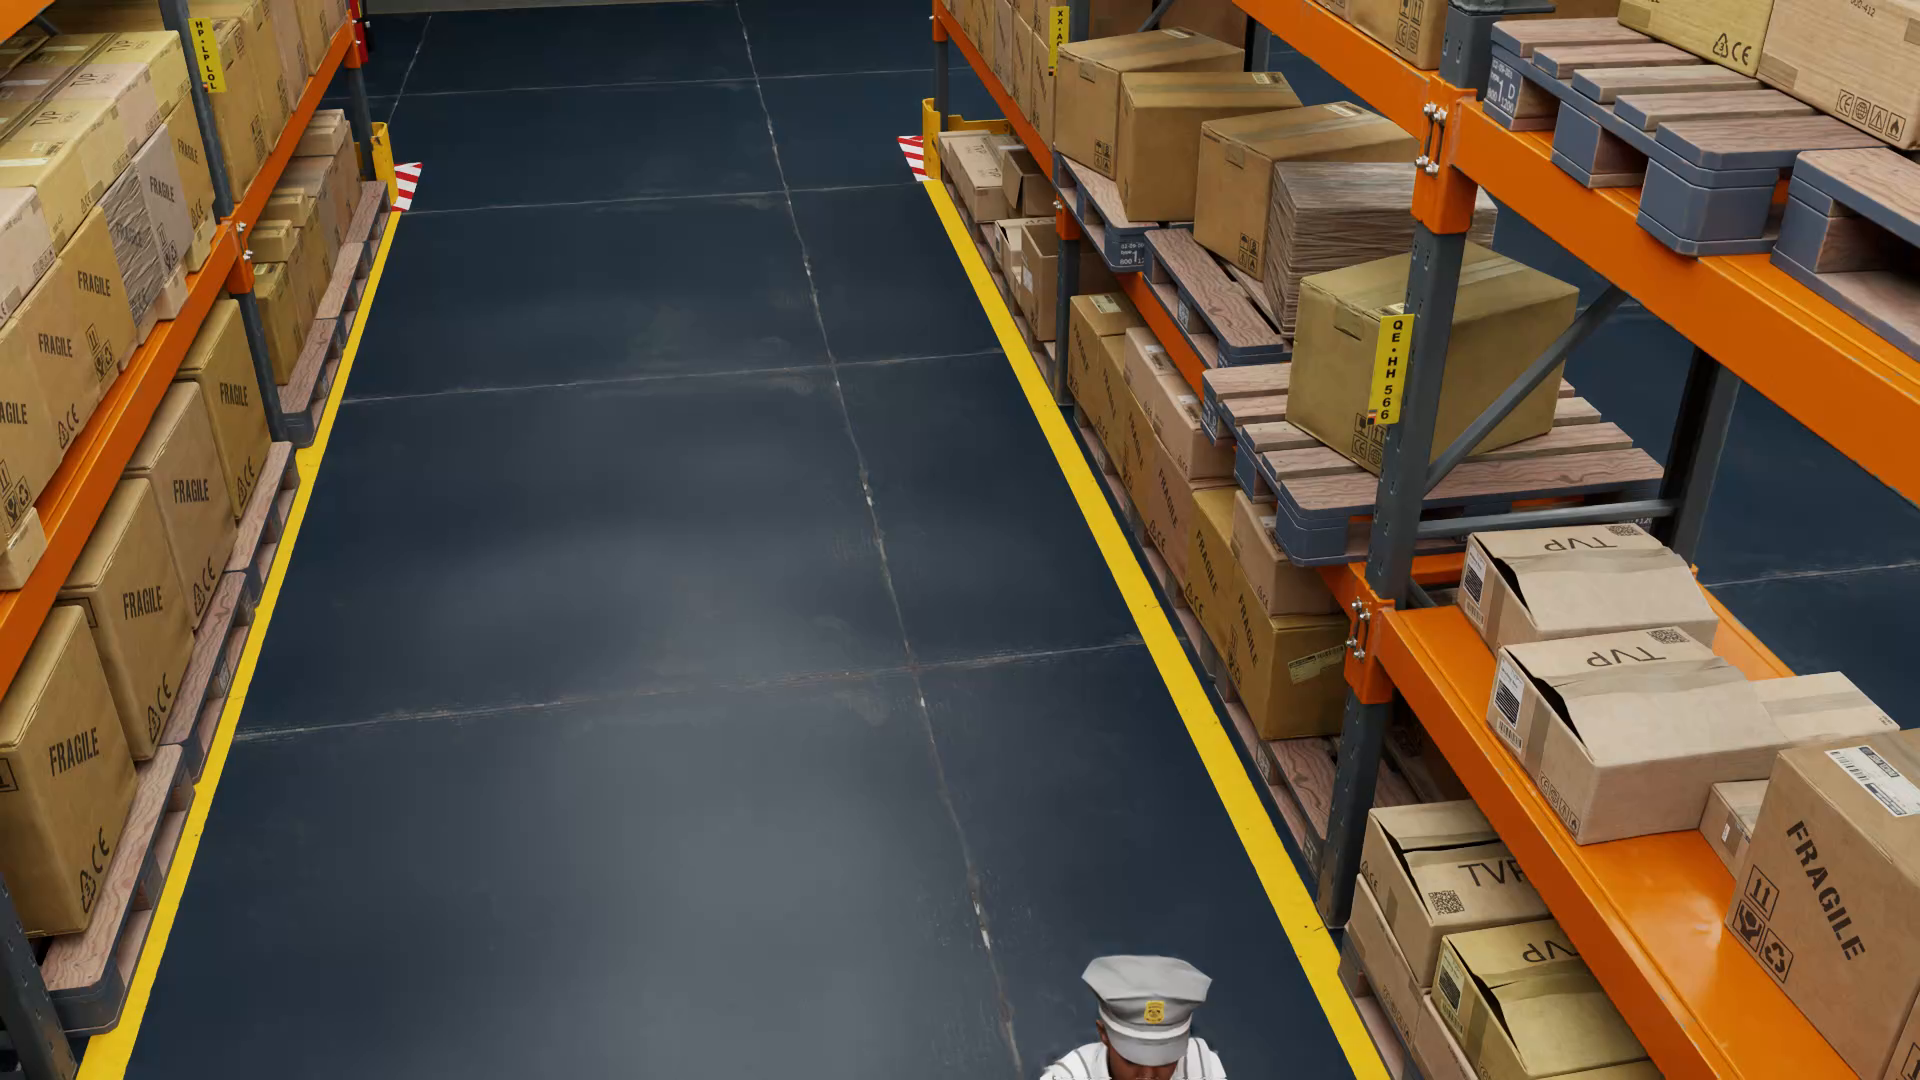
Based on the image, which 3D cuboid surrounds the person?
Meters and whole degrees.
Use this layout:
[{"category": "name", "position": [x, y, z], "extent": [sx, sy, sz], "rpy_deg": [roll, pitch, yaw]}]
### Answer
[{"category": "person", "position": [0.349, 1.574, 3.461], "extent": [0.484, 1.676, 0.860], "rpy_deg": [-3, 31, -5]}]
